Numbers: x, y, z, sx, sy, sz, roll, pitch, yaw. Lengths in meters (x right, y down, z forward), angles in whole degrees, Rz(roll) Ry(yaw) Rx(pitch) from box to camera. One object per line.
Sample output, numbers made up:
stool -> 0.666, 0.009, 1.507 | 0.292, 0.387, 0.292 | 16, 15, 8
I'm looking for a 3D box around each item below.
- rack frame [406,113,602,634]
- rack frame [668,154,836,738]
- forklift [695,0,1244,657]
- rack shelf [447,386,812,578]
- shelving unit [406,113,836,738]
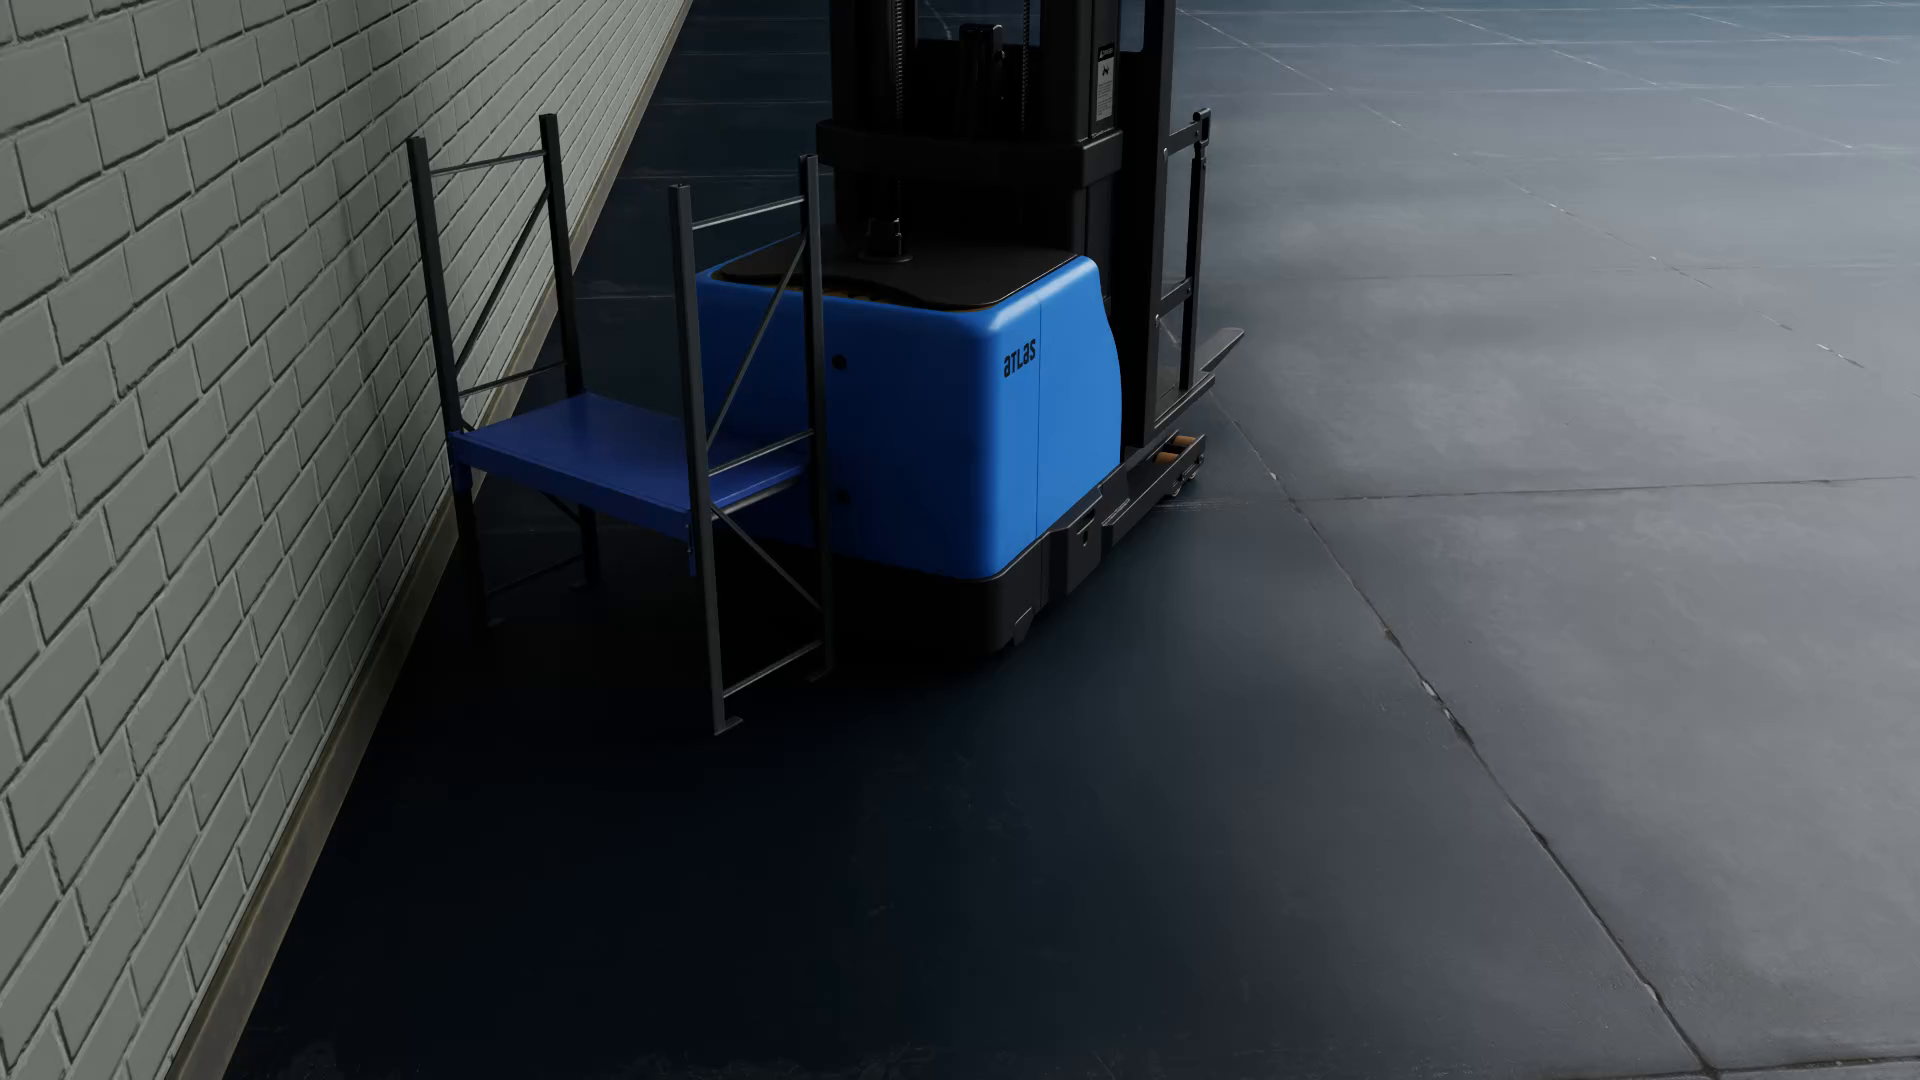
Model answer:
rack frame -> -1.339, -0.480, 4.984 | 0.032, 1.500, 0.500 | 17, 29, 34
rack frame -> -0.530, -0.230, 4.421 | 0.032, 1.500, 0.500 | 17, 29, 34
forklift -> 0.274, -1.566, 5.665 | 1.130, 2.935, 3.031 | 11, 26, 24
rack shelf -> -0.935, -0.191, 4.776 | 1.000, 0.185, 0.538 | 17, 29, 34
shelving unit -> -0.935, -0.355, 4.703 | 1.048, 1.500, 0.538 | 17, 29, 34
